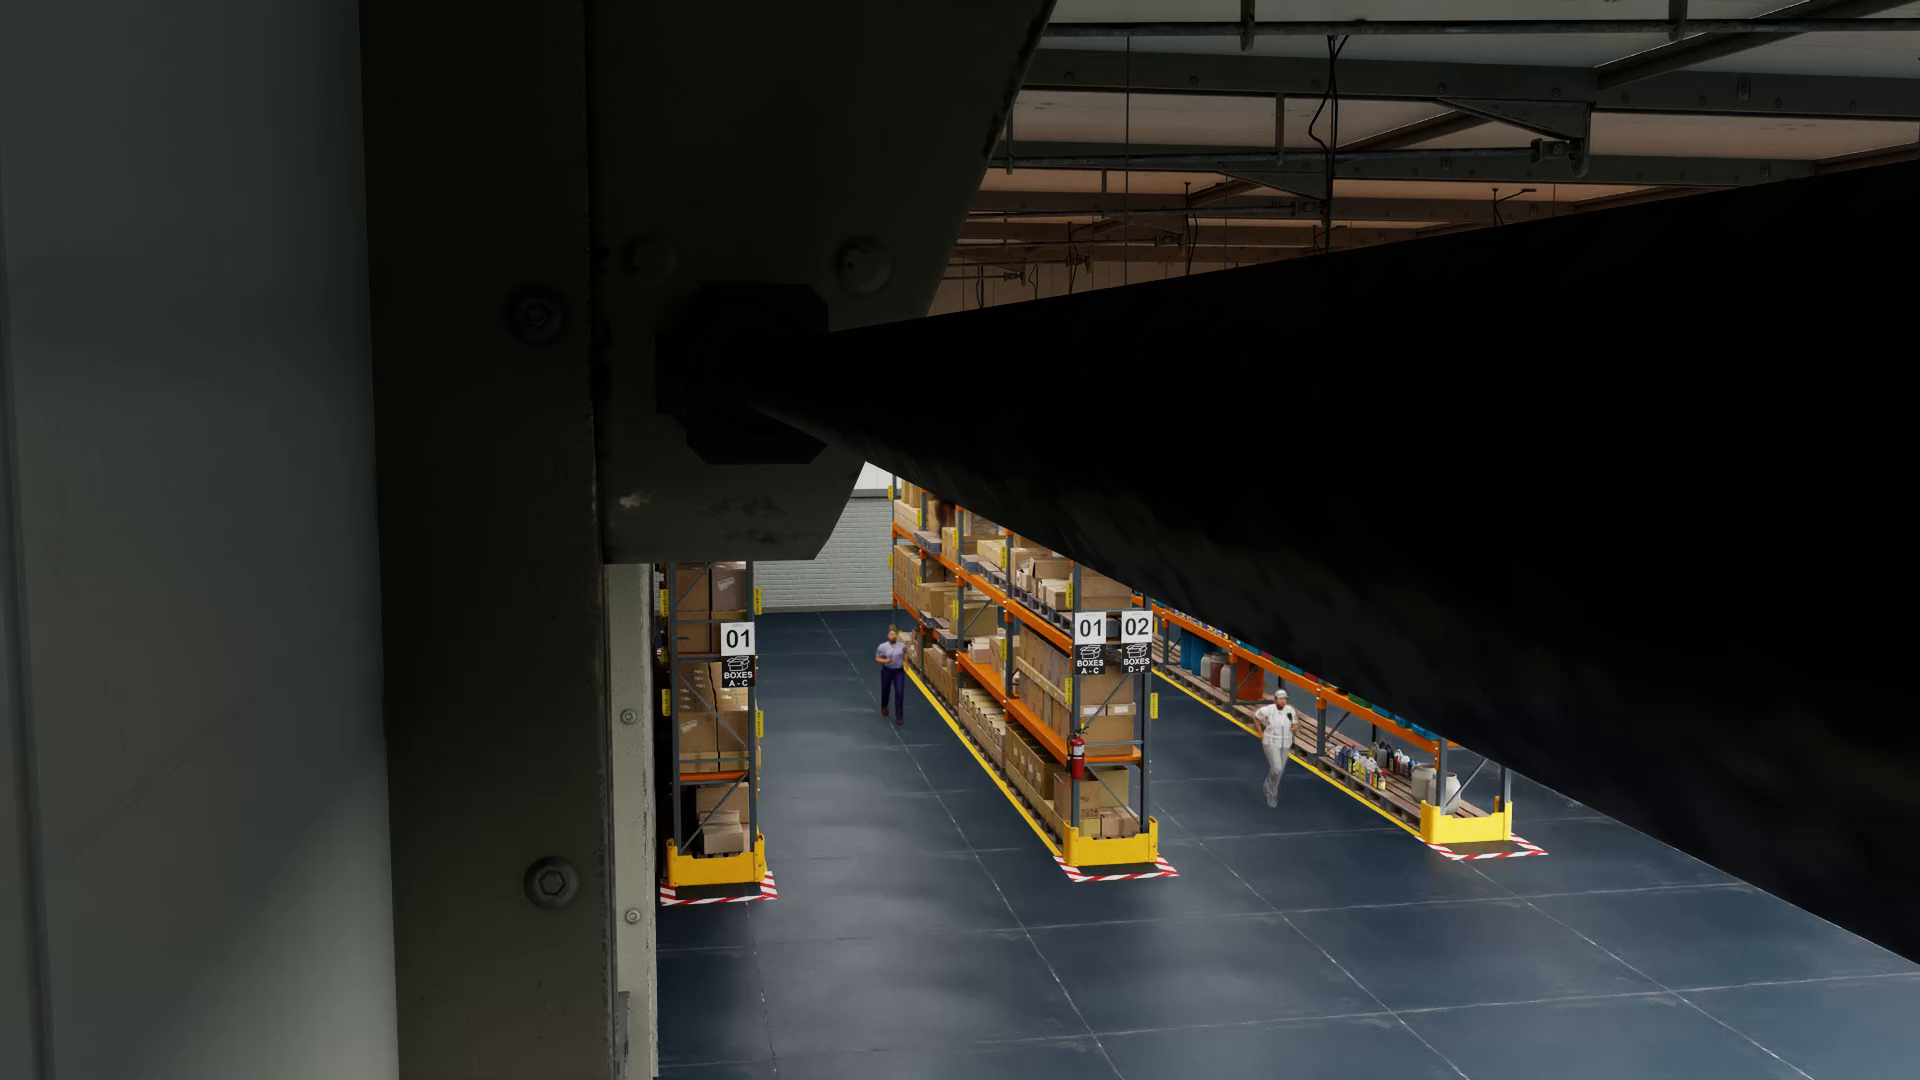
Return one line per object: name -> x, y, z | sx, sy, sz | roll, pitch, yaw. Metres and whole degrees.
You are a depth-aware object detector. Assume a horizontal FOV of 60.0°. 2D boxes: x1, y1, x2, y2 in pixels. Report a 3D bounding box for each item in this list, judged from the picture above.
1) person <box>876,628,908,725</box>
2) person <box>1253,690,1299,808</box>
person -> -1.172, 2.357, 29.079 | 0.607, 1.632, 0.899 | -1, 6, -10
person -> 4.528, 2.958, 23.764 | 0.585, 1.696, 0.764 | -2, 6, -16
